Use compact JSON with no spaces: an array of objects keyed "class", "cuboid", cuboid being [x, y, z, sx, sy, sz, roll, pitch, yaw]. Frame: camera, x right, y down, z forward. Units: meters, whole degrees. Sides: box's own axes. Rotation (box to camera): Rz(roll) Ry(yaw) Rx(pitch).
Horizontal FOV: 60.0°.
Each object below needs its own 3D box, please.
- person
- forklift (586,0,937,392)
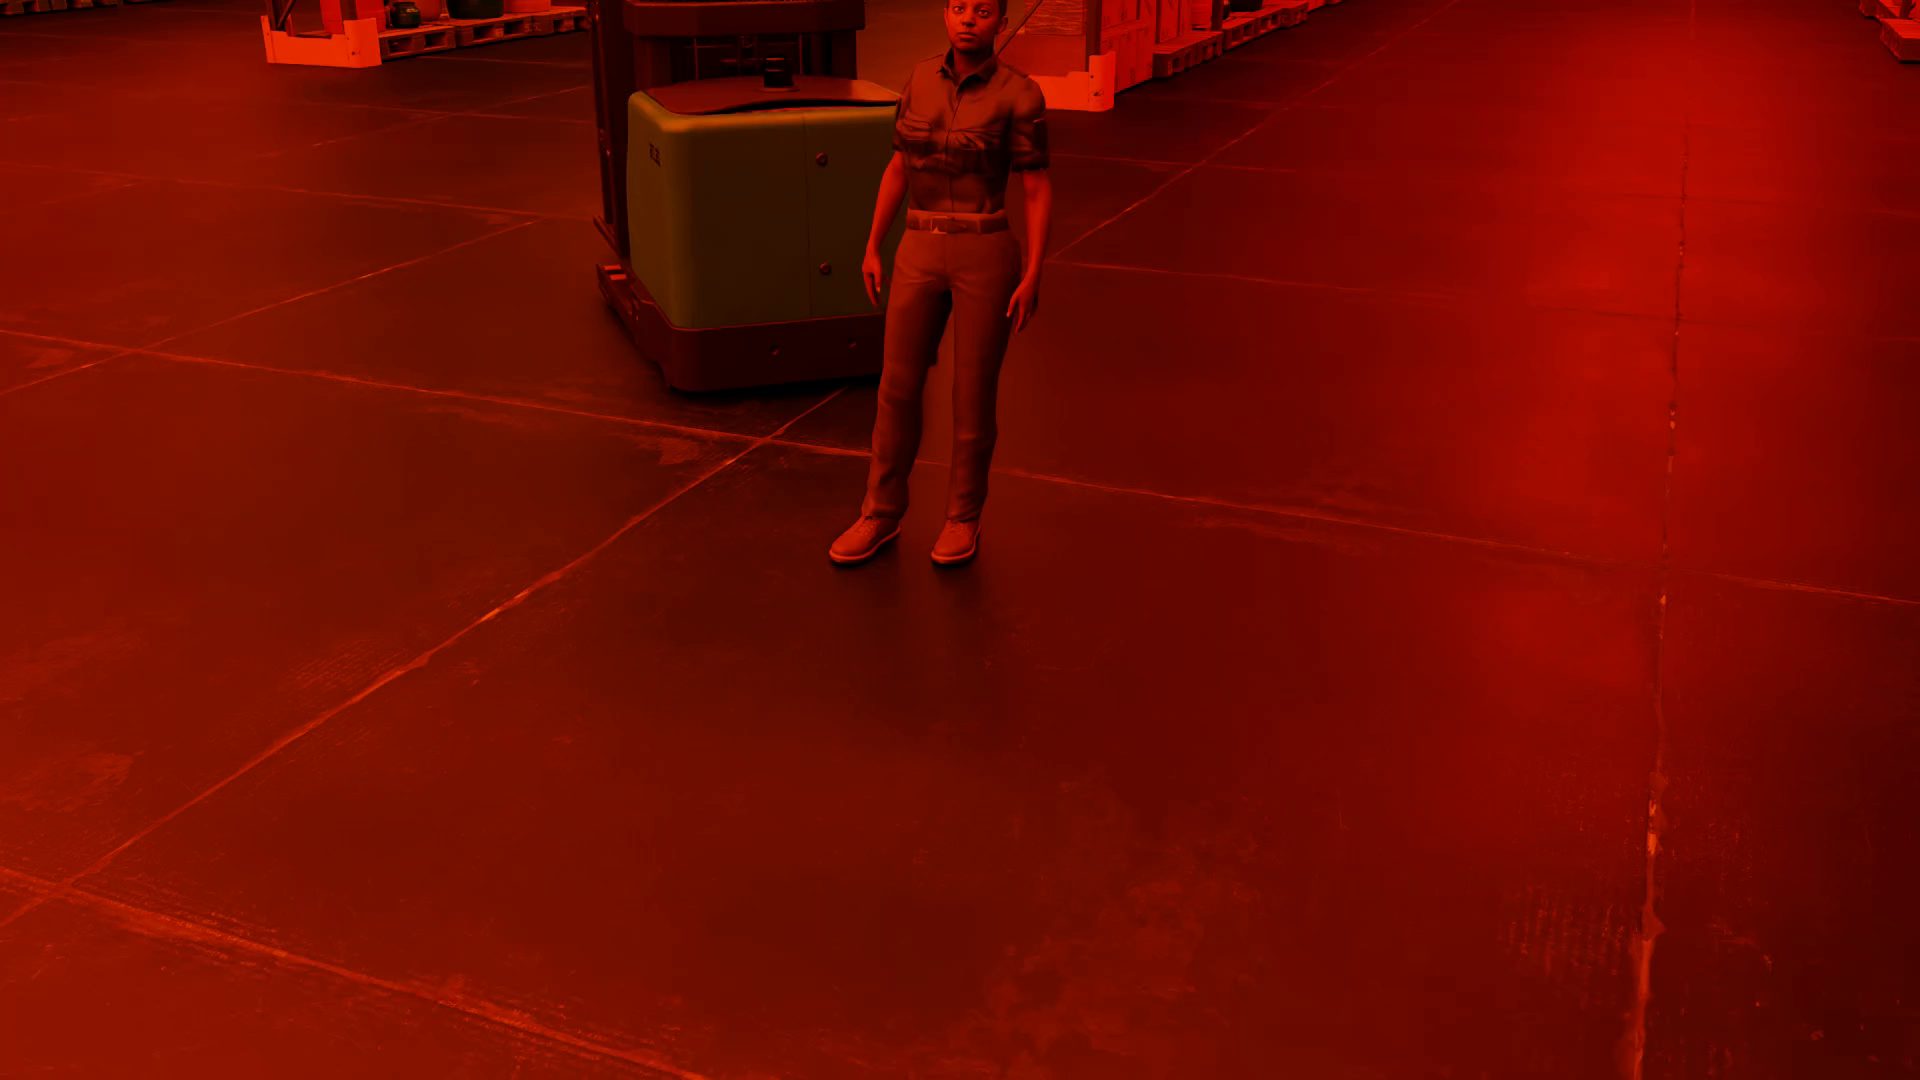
[{"class":"person","cuboid":[-0.051,-0.741,4.703,0.570,1.656,0.503,9,24,21]},{"class":"forklift","cuboid":[-1.060,-2.448,7.149,1.130,2.935,3.031,-8,24,-18]}]
